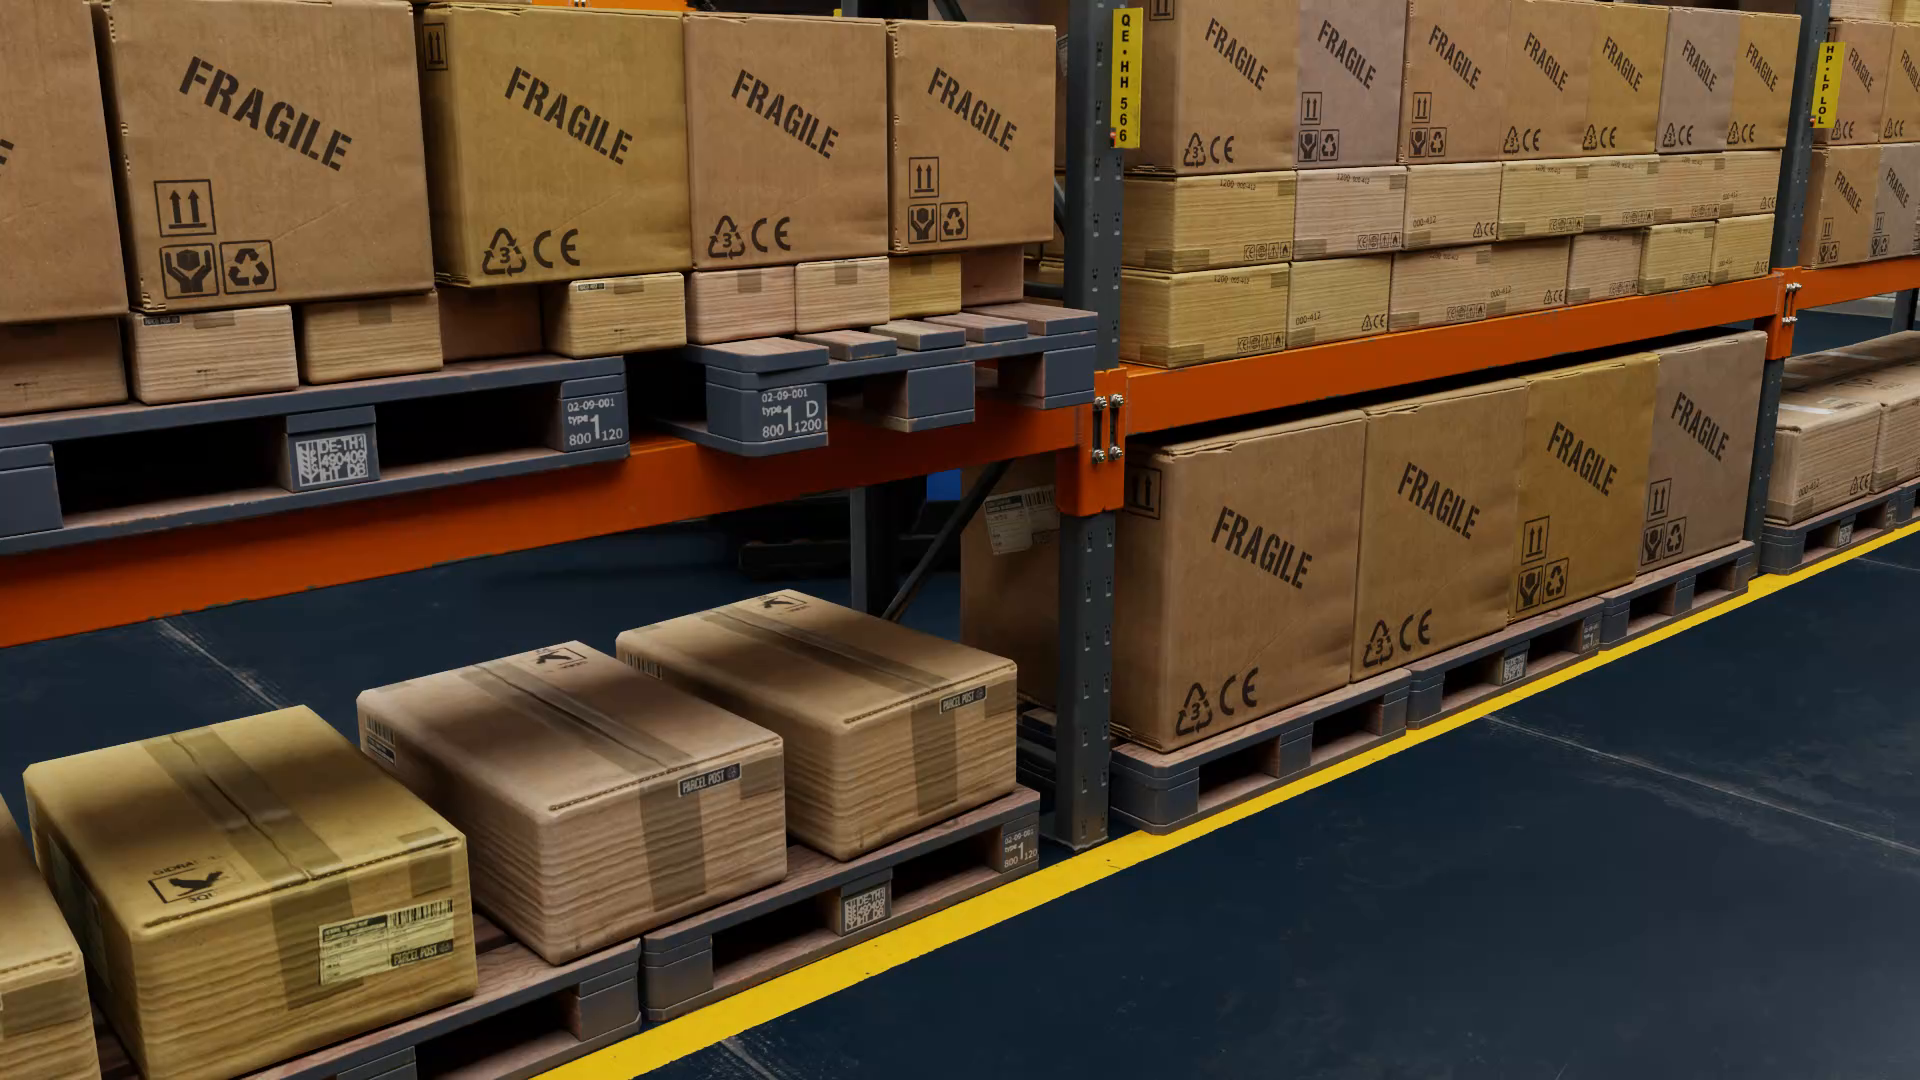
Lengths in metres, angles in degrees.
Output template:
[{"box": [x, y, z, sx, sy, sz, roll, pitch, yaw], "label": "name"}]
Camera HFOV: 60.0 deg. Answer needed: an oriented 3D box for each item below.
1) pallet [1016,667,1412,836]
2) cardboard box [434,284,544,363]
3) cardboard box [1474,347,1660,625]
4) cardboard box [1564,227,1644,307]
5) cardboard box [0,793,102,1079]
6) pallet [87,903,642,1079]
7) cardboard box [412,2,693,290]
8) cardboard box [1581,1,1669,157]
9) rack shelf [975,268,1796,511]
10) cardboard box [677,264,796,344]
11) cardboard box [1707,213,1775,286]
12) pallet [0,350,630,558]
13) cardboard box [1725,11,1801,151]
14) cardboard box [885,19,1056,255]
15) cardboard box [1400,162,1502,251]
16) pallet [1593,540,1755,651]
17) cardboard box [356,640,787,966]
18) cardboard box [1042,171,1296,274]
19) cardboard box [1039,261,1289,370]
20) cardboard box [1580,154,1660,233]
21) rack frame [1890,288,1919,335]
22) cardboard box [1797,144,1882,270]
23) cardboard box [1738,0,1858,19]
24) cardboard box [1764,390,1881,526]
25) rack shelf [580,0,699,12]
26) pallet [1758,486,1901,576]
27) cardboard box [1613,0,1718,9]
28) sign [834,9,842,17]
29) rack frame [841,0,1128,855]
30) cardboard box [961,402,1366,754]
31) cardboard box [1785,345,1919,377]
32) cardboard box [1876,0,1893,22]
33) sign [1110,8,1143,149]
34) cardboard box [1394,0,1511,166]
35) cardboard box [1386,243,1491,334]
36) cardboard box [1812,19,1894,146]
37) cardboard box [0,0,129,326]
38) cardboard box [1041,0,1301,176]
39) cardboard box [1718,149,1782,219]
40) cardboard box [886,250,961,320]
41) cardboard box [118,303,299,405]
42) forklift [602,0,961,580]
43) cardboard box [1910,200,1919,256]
[{"box": [0.681, 0.530, 5.357, 1.213, 0.211, 1.003, -13, 19, -39], "label": "pallet"}, {"box": [-1.038, -0.459, 3.329, 0.250, 0.149, 0.380, -12, 19, -39], "label": "cardboard box"}, {"box": [1.963, -0.277, 6.278, 0.875, 0.875, 0.875, -12, 19, -38], "label": "cardboard box"}, {"box": [2.103, -1.011, 6.011, 0.500, 0.250, 0.500, -13, 20, -41], "label": "cardboard box"}, {"box": [-2.047, 0.834, 3.093, 0.625, 0.372, 0.950, -11, 19, -36], "label": "cardboard box"}, {"box": [-1.474, 0.987, 3.647, 1.213, 0.211, 1.003, -13, 19, -39], "label": "pallet"}, {"box": [-0.887, -0.787, 3.298, 0.500, 0.500, 0.500, -14, 21, -43], "label": "cardboard box"}, {"box": [2.101, -1.612, 5.839, 0.500, 0.500, 0.500, -12, 19, -38], "label": "cardboard box"}, {"box": [1.545, -0.690, 5.913, 4.000, 0.370, 1.077, -13, 19, -39], "label": "rack shelf"}, {"box": [-0.567, -0.526, 3.581, 0.250, 0.149, 0.380, -14, 20, -42], "label": "cardboard box"}, {"box": [2.881, -1.178, 6.640, 0.500, 0.250, 0.500, -13, 20, -41], "label": "cardboard box"}, {"box": [-1.430, -0.262, 3.291, 1.213, 0.211, 1.003, -13, 19, -39], "label": "pallet"}, {"box": [2.882, -1.783, 6.480, 0.500, 0.500, 0.500, -12, 19, -38], "label": "cardboard box"}, {"box": [-0.124, -0.962, 3.955, 0.500, 0.500, 0.500, -13, 20, -41], "label": "cardboard box"}, {"box": [1.356, -1.074, 5.282, 0.500, 0.250, 0.500, -13, 20, -40], "label": "cardboard box"}, {"box": [2.521, 0.117, 6.904, 1.213, 0.211, 1.003, -13, 19, -39], "label": "pallet"}, {"box": [-0.948, 0.589, 4.012, 0.625, 0.372, 0.950, -13, 20, -40], "label": "cardboard box"}, {"box": [0.581, -0.905, 4.648, 0.500, 0.250, 0.500, -13, 20, -40], "label": "cardboard box"}, {"box": [0.571, -0.660, 4.698, 0.500, 0.250, 0.500, -13, 20, -40], "label": "cardboard box"}, {"box": [2.122, -1.248, 5.931, 0.500, 0.250, 0.500, -12, 19, -38], "label": "cardboard box"}, {"box": [6.072, -2.053, 9.625, 0.127, 3.000, 1.000, -13, 19, -39], "label": "rack frame"}, {"box": [3.580, -1.453, 7.182, 0.500, 0.500, 0.500, -12, 19, -38], "label": "cardboard box"}, {"box": [3.463, -2.224, 6.874, 0.250, 0.149, 0.380, -13, 20, -40], "label": "cardboard box"}, {"box": [3.598, -0.426, 7.685, 0.875, 0.438, 0.875, -13, 20, -40], "label": "cardboard box"}, {"box": [-1.942, -4.746, 15.285, 4.000, 0.370, 1.077, -13, 19, -39], "label": "rack shelf"}, {"box": [3.679, -0.142, 7.874, 1.213, 0.211, 1.003, -13, 19, -39], "label": "pallet"}, {"box": [3.077, -2.335, 7.290, 0.250, 0.149, 0.380, -13, 20, -40], "label": "cardboard box"}, {"box": [-0.330, -1.365, 4.805, 0.005, 0.325, 0.100, -13, 19, -39], "label": "sign"}, {"box": [0.037, -0.698, 4.552, 0.127, 3.000, 1.000, -13, 19, -39], "label": "rack frame"}, {"box": [0.612, 0.025, 5.149, 0.875, 0.875, 0.875, -13, 20, -40], "label": "cardboard box"}, {"box": [4.955, -0.731, 8.824, 0.875, 0.438, 0.875, -12, 19, -38], "label": "cardboard box"}, {"box": [3.811, -2.322, 7.241, 0.250, 0.149, 0.380, -13, 20, -40], "label": "cardboard box"}, {"box": [0.400, -1.115, 4.023, 0.005, 0.325, 0.100, -13, 19, -39], "label": "sign"}, {"box": [1.337, -1.436, 5.183, 0.500, 0.500, 0.500, -12, 19, -38], "label": "cardboard box"}, {"box": [1.346, -0.838, 5.365, 0.500, 0.250, 0.500, -12, 19, -38], "label": "cardboard box"}, {"box": [3.572, -1.941, 7.072, 0.500, 0.500, 0.500, -12, 19, -39], "label": "cardboard box"}, {"box": [-1.680, -0.605, 2.619, 0.500, 0.500, 0.500, -13, 20, -40], "label": "cardboard box"}, {"box": [0.569, -1.266, 4.544, 0.500, 0.500, 0.500, -14, 20, -41], "label": "cardboard box"}, {"box": [2.881, -1.423, 6.586, 0.500, 0.250, 0.500, -13, 20, -39], "label": "cardboard box"}, {"box": [-0.211, -0.619, 3.928, 0.250, 0.149, 0.380, -12, 19, -39], "label": "cardboard box"}, {"box": [-1.355, -0.350, 2.920, 0.250, 0.149, 0.380, -12, 19, -37], "label": "cardboard box"}, {"box": [-0.676, -1.393, 7.285, 3.031, 2.935, 1.130, -3, 15, -10], "label": "forklift"}, {"box": [4.342, -1.620, 7.809, 0.500, 0.500, 0.500, -12, 19, -39], "label": "cardboard box"}]
